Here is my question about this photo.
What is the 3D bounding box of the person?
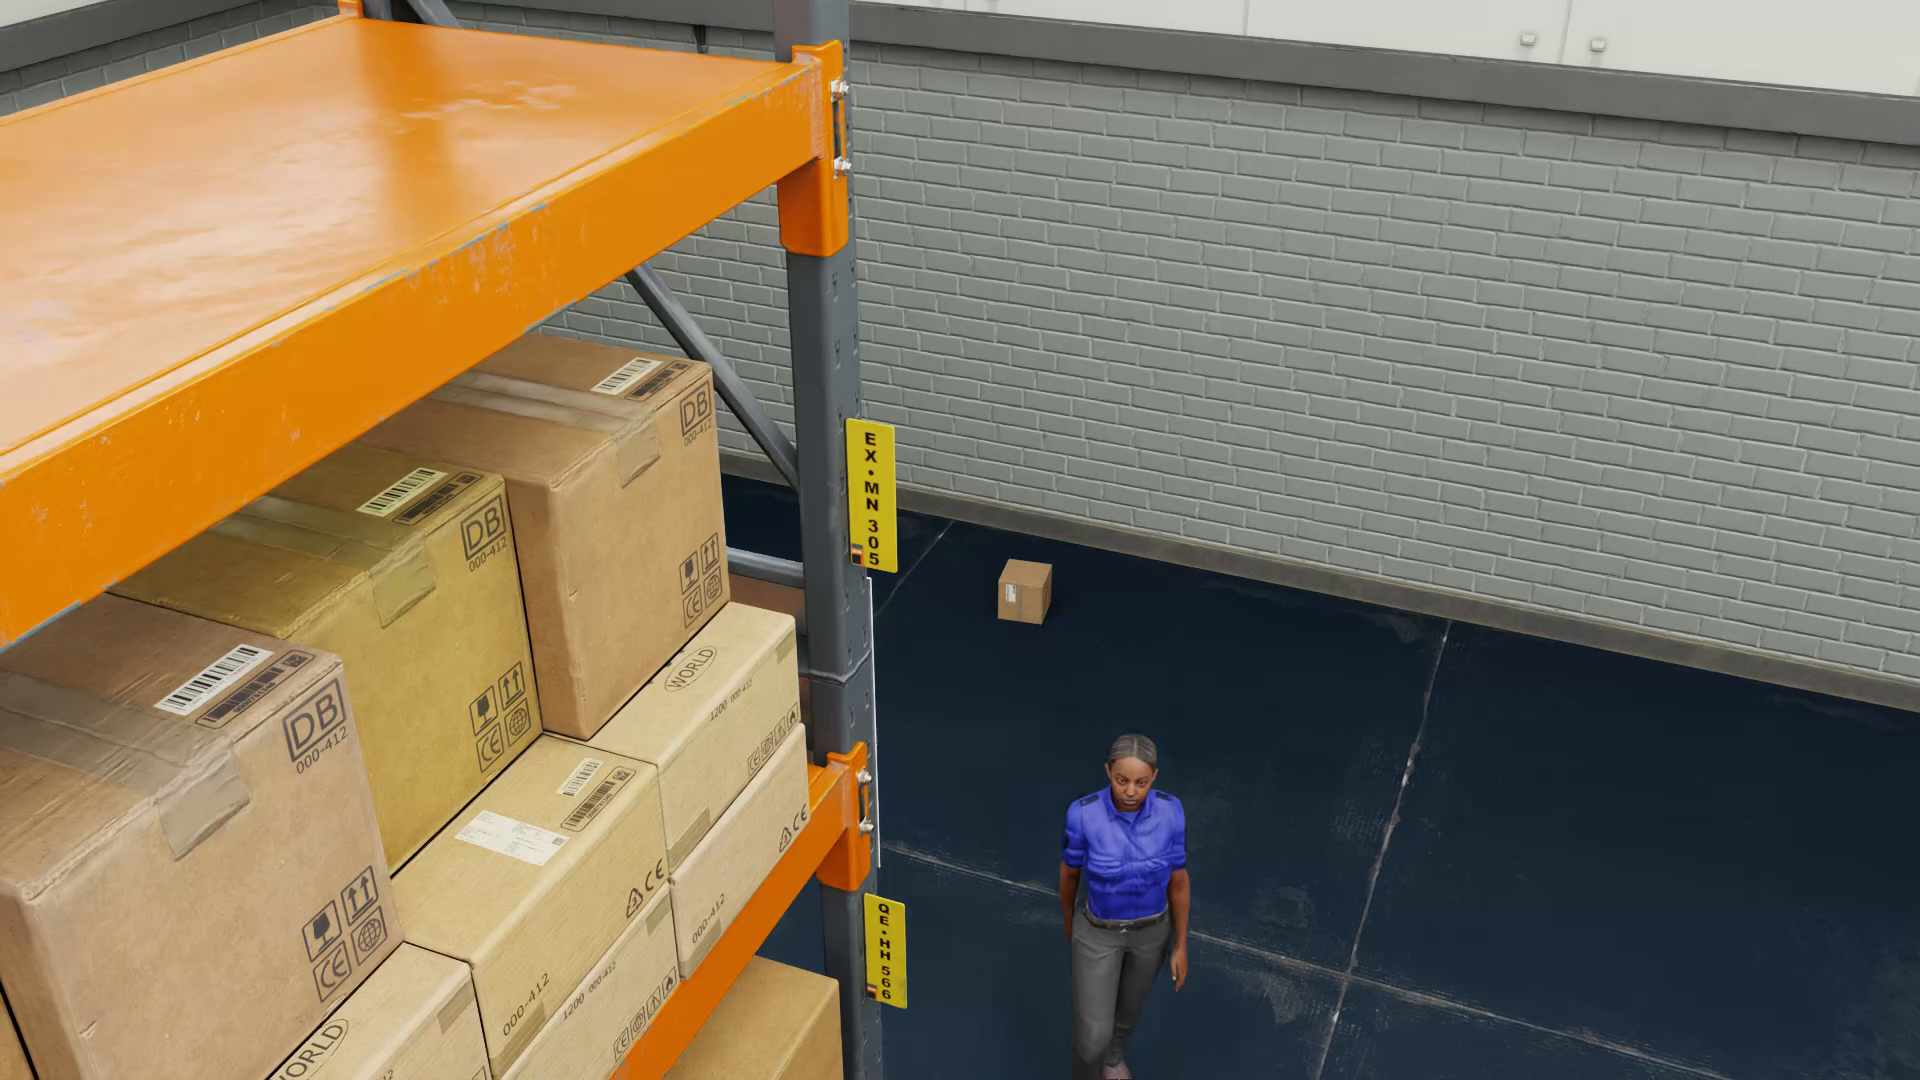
[{"bbox_3d":[0.586,1.436,5.909,0.441,1.709,0.487,-4,30,-8],"label":"person"}]
